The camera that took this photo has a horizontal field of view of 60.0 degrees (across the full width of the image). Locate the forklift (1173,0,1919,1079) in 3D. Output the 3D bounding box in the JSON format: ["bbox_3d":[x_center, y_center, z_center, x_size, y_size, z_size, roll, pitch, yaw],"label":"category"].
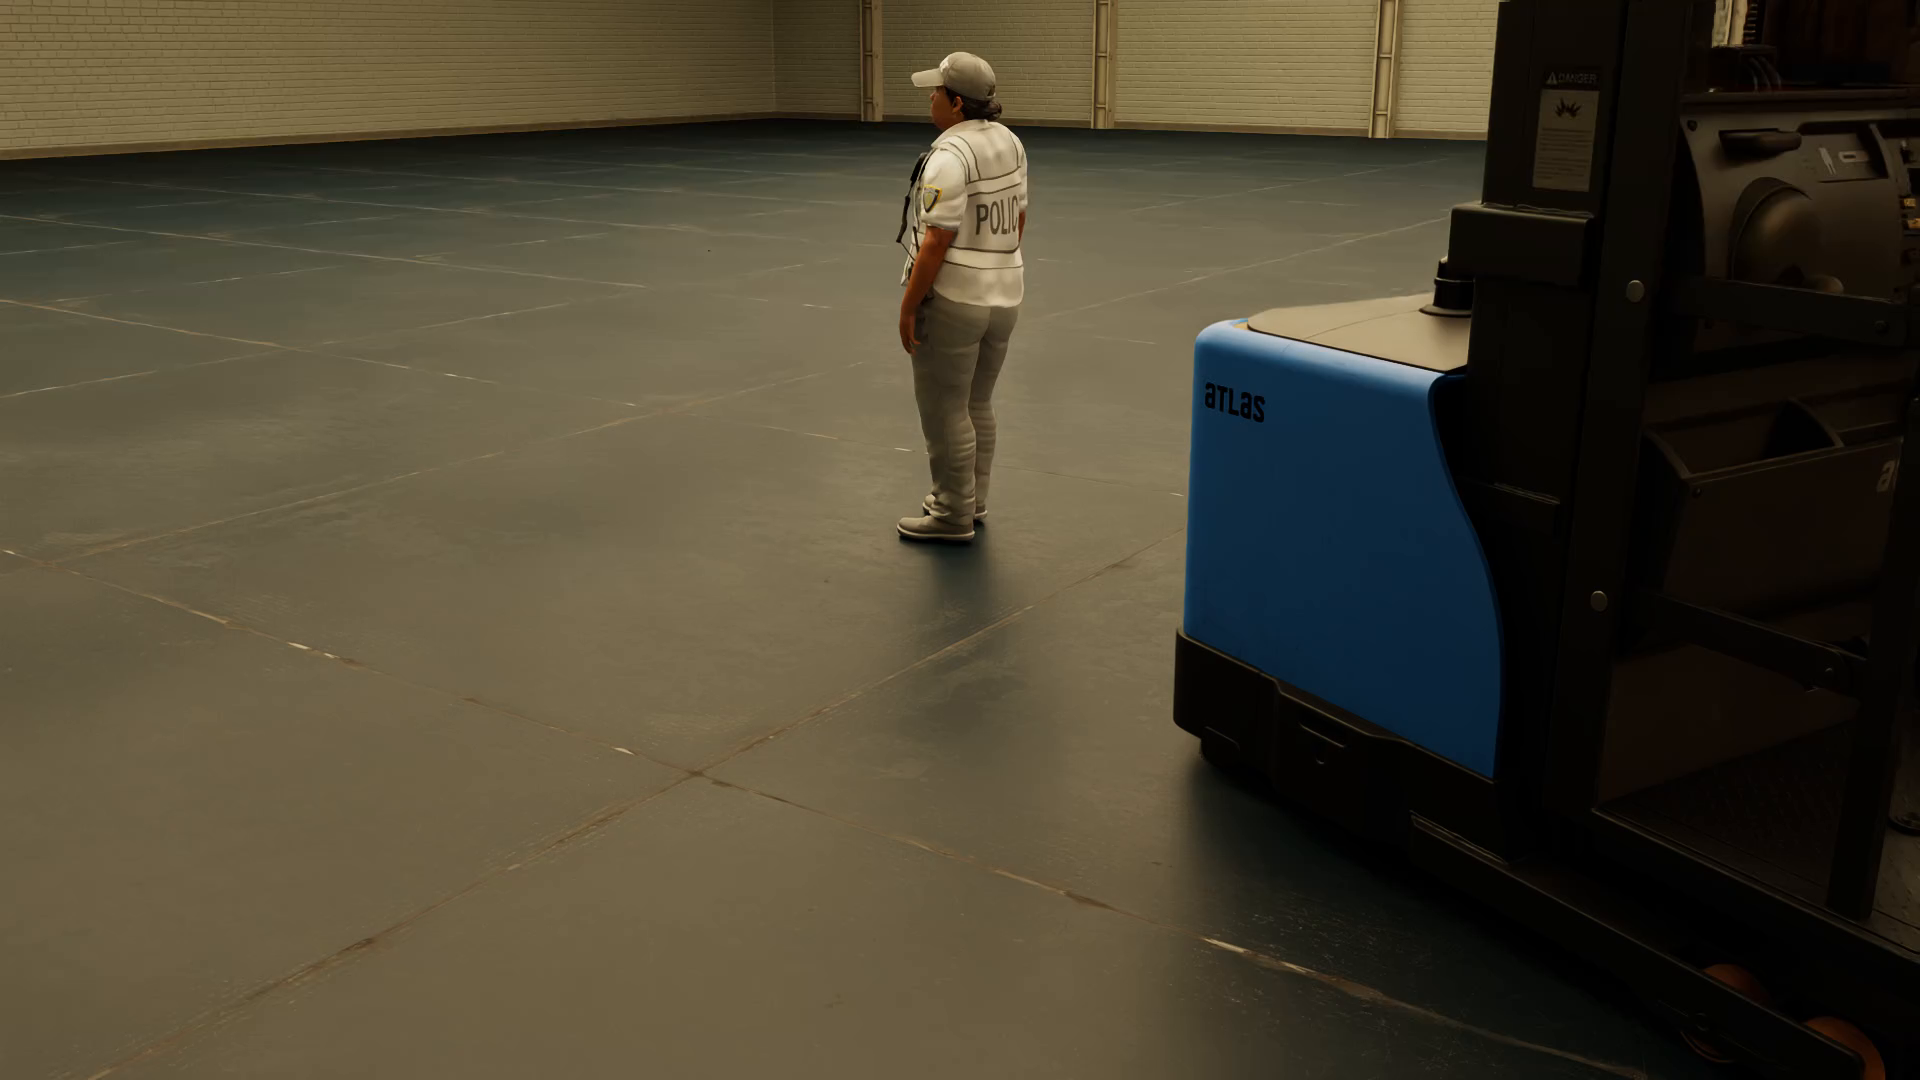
[{"bbox_3d":[1.721,-0.596,2.827,1.130,2.935,3.031,-10,19,-29],"label":"forklift"}]

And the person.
[{"bbox_3d":[-0.050,-0.823,5.767,0.529,1.670,0.598,11,20,33],"label":"person"}]
